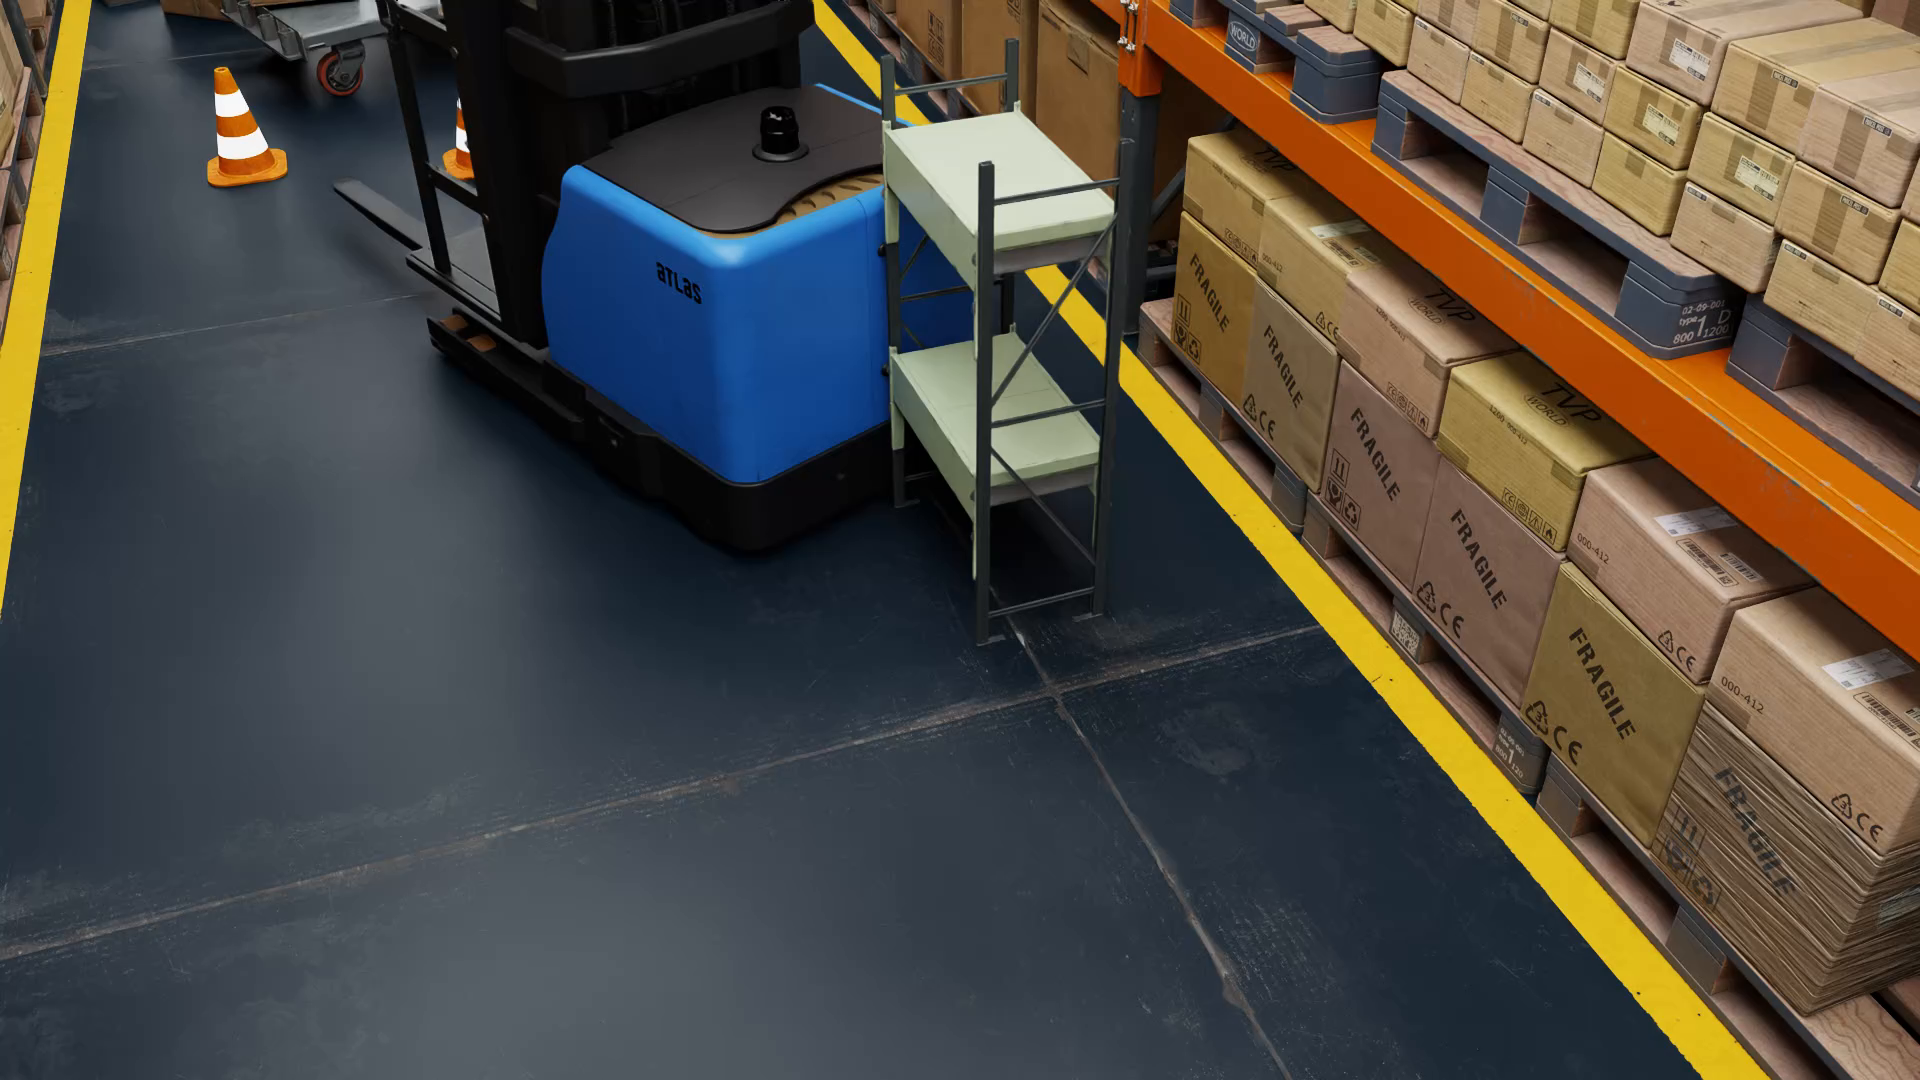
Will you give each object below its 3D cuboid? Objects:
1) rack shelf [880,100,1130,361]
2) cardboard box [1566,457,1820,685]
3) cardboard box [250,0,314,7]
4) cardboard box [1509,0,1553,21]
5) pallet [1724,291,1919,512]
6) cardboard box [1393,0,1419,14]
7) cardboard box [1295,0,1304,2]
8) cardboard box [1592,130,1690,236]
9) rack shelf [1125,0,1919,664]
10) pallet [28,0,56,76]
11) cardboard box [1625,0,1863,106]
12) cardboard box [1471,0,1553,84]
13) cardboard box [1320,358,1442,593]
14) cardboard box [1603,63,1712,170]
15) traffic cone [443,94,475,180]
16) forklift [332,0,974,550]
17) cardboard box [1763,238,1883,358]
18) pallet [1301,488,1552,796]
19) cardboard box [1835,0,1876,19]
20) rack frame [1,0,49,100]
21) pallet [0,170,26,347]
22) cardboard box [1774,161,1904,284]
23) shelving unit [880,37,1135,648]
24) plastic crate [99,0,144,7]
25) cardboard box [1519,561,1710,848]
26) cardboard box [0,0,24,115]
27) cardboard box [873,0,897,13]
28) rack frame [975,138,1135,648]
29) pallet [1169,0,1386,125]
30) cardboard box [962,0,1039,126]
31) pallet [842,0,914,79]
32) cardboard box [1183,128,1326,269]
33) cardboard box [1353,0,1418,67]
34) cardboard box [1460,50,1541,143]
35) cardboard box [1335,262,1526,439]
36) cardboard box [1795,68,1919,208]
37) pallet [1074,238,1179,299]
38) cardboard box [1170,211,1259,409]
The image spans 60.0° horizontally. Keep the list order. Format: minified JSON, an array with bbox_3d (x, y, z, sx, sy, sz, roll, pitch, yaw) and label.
[{"bbox_3d":[0.104,-0.851,4.485,0.431,0.370,0.720,-13,39,-17],"label":"rack shelf"},{"bbox_3d":[1.773,0.034,3.817,0.500,0.250,0.500,-11,38,-14],"label":"cardboard box"},{"bbox_3d":[-3.274,-2.962,8.138,0.500,0.500,0.500,-12,39,-16],"label":"cardboard box"},{"bbox_3d":[1.485,-1.357,3.923,0.380,0.149,0.250,-11,38,-15],"label":"cardboard box"},{"bbox_3d":[2.304,-0.221,3.209,1.003,0.211,1.213,-12,39,-16],"label":"pallet"},{"bbox_3d":[1.309,-1.521,4.389,0.380,0.149,0.250,-12,39,-16],"label":"cardboard box"},{"bbox_3d":[1.111,-1.716,4.895,0.380,0.149,0.250,-11,38,-14],"label":"cardboard box"},{"bbox_3d":[1.657,-0.821,3.707,0.380,0.149,0.250,-11,38,-14],"label":"cardboard box"},{"bbox_3d":[1.743,-0.678,4.255,1.077,0.370,4.000,-12,39,-16],"label":"rack shelf"},{"bbox_3d":[-5.199,-2.531,8.435,1.003,0.211,1.213,-12,39,-16],"label":"pallet"},{"bbox_3d":[1.662,-1.063,3.534,0.380,0.149,0.250,-14,39,-18],"label":"cardboard box"},{"bbox_3d":[1.477,-1.239,4.015,0.380,0.149,0.250,-13,39,-16],"label":"cardboard box"},{"bbox_3d":[1.416,-0.240,4.804,0.500,0.500,0.500,-13,39,-17],"label":"cardboard box"},{"bbox_3d":[1.651,-0.949,3.630,0.380,0.149,0.250,-12,39,-16],"label":"cardboard box"},{"bbox_3d":[-2.155,-1.892,7.377,0.336,0.463,0.334,-12,39,-16],"label":"traffic cone"},{"bbox_3d":[-1.299,-1.934,5.381,1.130,2.935,3.031,-30,46,-33],"label":"forklift"},{"bbox_3d":[1.848,-0.516,3.301,0.380,0.149,0.250,-14,39,-18],"label":"cardboard box"},{"bbox_3d":[1.738,0.149,4.877,1.003,0.211,1.213,-12,39,-16],"label":"pallet"},{"bbox_3d":[2.185,-1.340,3.901,0.380,0.149,0.250,-11,38,-15],"label":"cardboard box"},{"bbox_3d":[-4.935,-3.273,7.102,1.000,3.000,0.127,-12,39,-16],"label":"rack frame"},{"bbox_3d":[-4.242,-1.029,6.441,1.003,0.211,1.213,-12,39,-16],"label":"pallet"},{"bbox_3d":[1.836,-0.648,3.230,0.380,0.149,0.250,-14,39,-17],"label":"cardboard box"},{"bbox_3d":[0.104,-0.540,4.720,0.431,1.500,0.755,-13,39,-17],"label":"shelving unit"},{"bbox_3d":[-4.705,-3.163,9.383,0.402,0.080,0.583,-27,45,-31],"label":"plastic crate"},{"bbox_3d":[1.763,0.339,4.035,0.500,0.500,0.500,-13,39,-17],"label":"cardboard box"},{"bbox_3d":[-4.752,-2.095,7.373,0.950,0.372,0.625,-12,39,-15],"label":"cardboard box"},{"bbox_3d":[-0.024,-3.292,8.648,1.050,0.750,0.750,-13,39,-16],"label":"cardboard box"},{"bbox_3d":[0.234,-0.334,4.447,0.400,1.500,0.023,-13,39,-17],"label":"rack frame"},{"bbox_3d":[1.400,-1.638,5.091,1.213,0.211,1.003,-12,39,-16],"label":"pallet"},{"bbox_3d":[0.625,-2.220,7.225,1.050,0.750,0.750,-12,39,-15],"label":"cardboard box"},{"bbox_3d":[0.014,-2.821,8.819,1.003,0.211,1.213,-12,39,-16],"label":"pallet"},{"bbox_3d":[1.064,-1.124,5.355,0.500,0.250,0.500,-14,39,-18],"label":"cardboard box"},{"bbox_3d":[1.299,-1.412,4.491,0.380,0.149,0.250,-11,38,-14],"label":"cardboard box"},{"bbox_3d":[1.477,-1.119,4.103,0.380,0.149,0.250,-12,39,-15],"label":"cardboard box"},{"bbox_3d":[1.397,-0.556,4.600,0.500,0.250,0.500,-12,39,-16],"label":"cardboard box"},{"bbox_3d":[1.838,-0.773,3.148,0.380,0.149,0.250,-13,39,-16],"label":"cardboard box"},{"bbox_3d":[0.854,-1.442,6.989,1.003,0.211,1.213,-12,39,-16],"label":"pallet"},{"bbox_3d":[1.058,-0.812,5.563,0.500,0.500,0.500,-14,39,-18],"label":"cardboard box"}]
